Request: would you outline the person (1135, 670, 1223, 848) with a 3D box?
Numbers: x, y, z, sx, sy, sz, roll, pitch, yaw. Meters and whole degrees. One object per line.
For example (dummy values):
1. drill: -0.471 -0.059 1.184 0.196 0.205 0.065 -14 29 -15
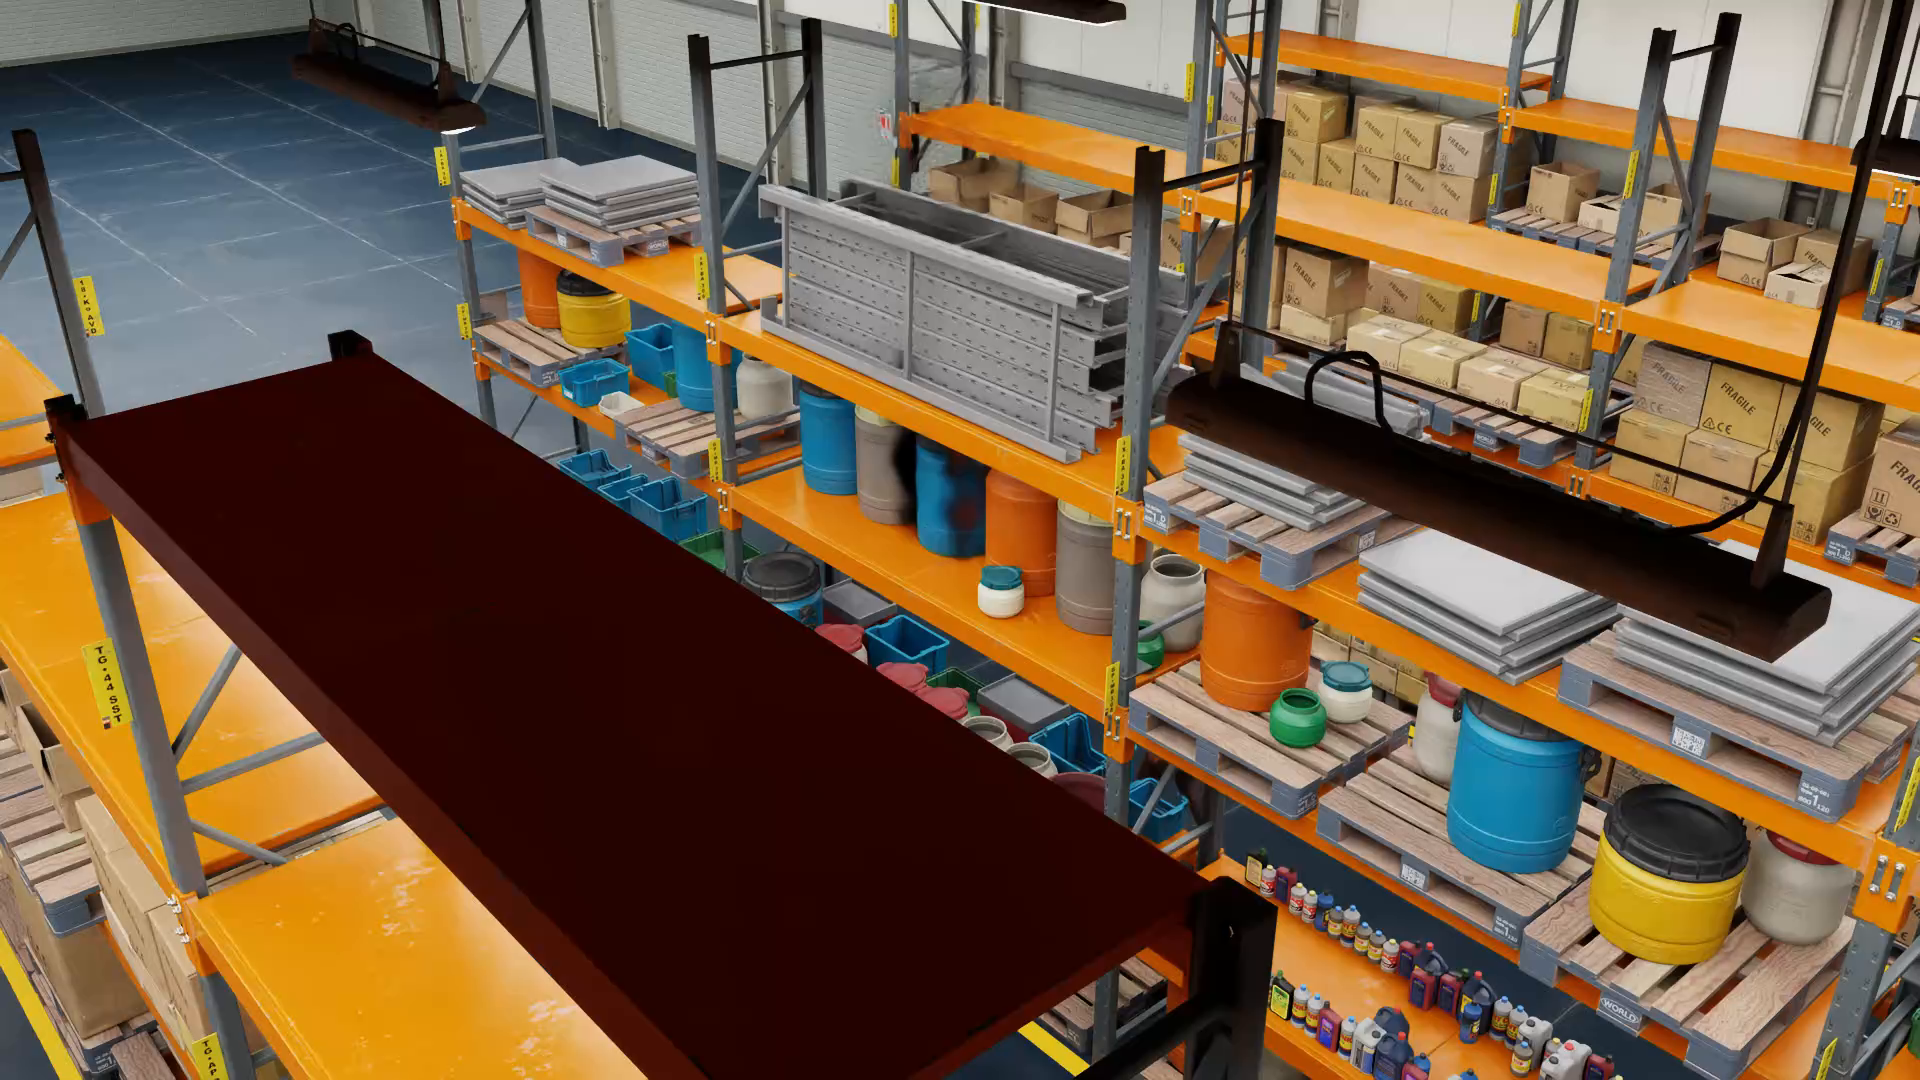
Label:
1. person: 1.619 1.607 12.495 0.649 1.765 0.864 -22 35 -37
